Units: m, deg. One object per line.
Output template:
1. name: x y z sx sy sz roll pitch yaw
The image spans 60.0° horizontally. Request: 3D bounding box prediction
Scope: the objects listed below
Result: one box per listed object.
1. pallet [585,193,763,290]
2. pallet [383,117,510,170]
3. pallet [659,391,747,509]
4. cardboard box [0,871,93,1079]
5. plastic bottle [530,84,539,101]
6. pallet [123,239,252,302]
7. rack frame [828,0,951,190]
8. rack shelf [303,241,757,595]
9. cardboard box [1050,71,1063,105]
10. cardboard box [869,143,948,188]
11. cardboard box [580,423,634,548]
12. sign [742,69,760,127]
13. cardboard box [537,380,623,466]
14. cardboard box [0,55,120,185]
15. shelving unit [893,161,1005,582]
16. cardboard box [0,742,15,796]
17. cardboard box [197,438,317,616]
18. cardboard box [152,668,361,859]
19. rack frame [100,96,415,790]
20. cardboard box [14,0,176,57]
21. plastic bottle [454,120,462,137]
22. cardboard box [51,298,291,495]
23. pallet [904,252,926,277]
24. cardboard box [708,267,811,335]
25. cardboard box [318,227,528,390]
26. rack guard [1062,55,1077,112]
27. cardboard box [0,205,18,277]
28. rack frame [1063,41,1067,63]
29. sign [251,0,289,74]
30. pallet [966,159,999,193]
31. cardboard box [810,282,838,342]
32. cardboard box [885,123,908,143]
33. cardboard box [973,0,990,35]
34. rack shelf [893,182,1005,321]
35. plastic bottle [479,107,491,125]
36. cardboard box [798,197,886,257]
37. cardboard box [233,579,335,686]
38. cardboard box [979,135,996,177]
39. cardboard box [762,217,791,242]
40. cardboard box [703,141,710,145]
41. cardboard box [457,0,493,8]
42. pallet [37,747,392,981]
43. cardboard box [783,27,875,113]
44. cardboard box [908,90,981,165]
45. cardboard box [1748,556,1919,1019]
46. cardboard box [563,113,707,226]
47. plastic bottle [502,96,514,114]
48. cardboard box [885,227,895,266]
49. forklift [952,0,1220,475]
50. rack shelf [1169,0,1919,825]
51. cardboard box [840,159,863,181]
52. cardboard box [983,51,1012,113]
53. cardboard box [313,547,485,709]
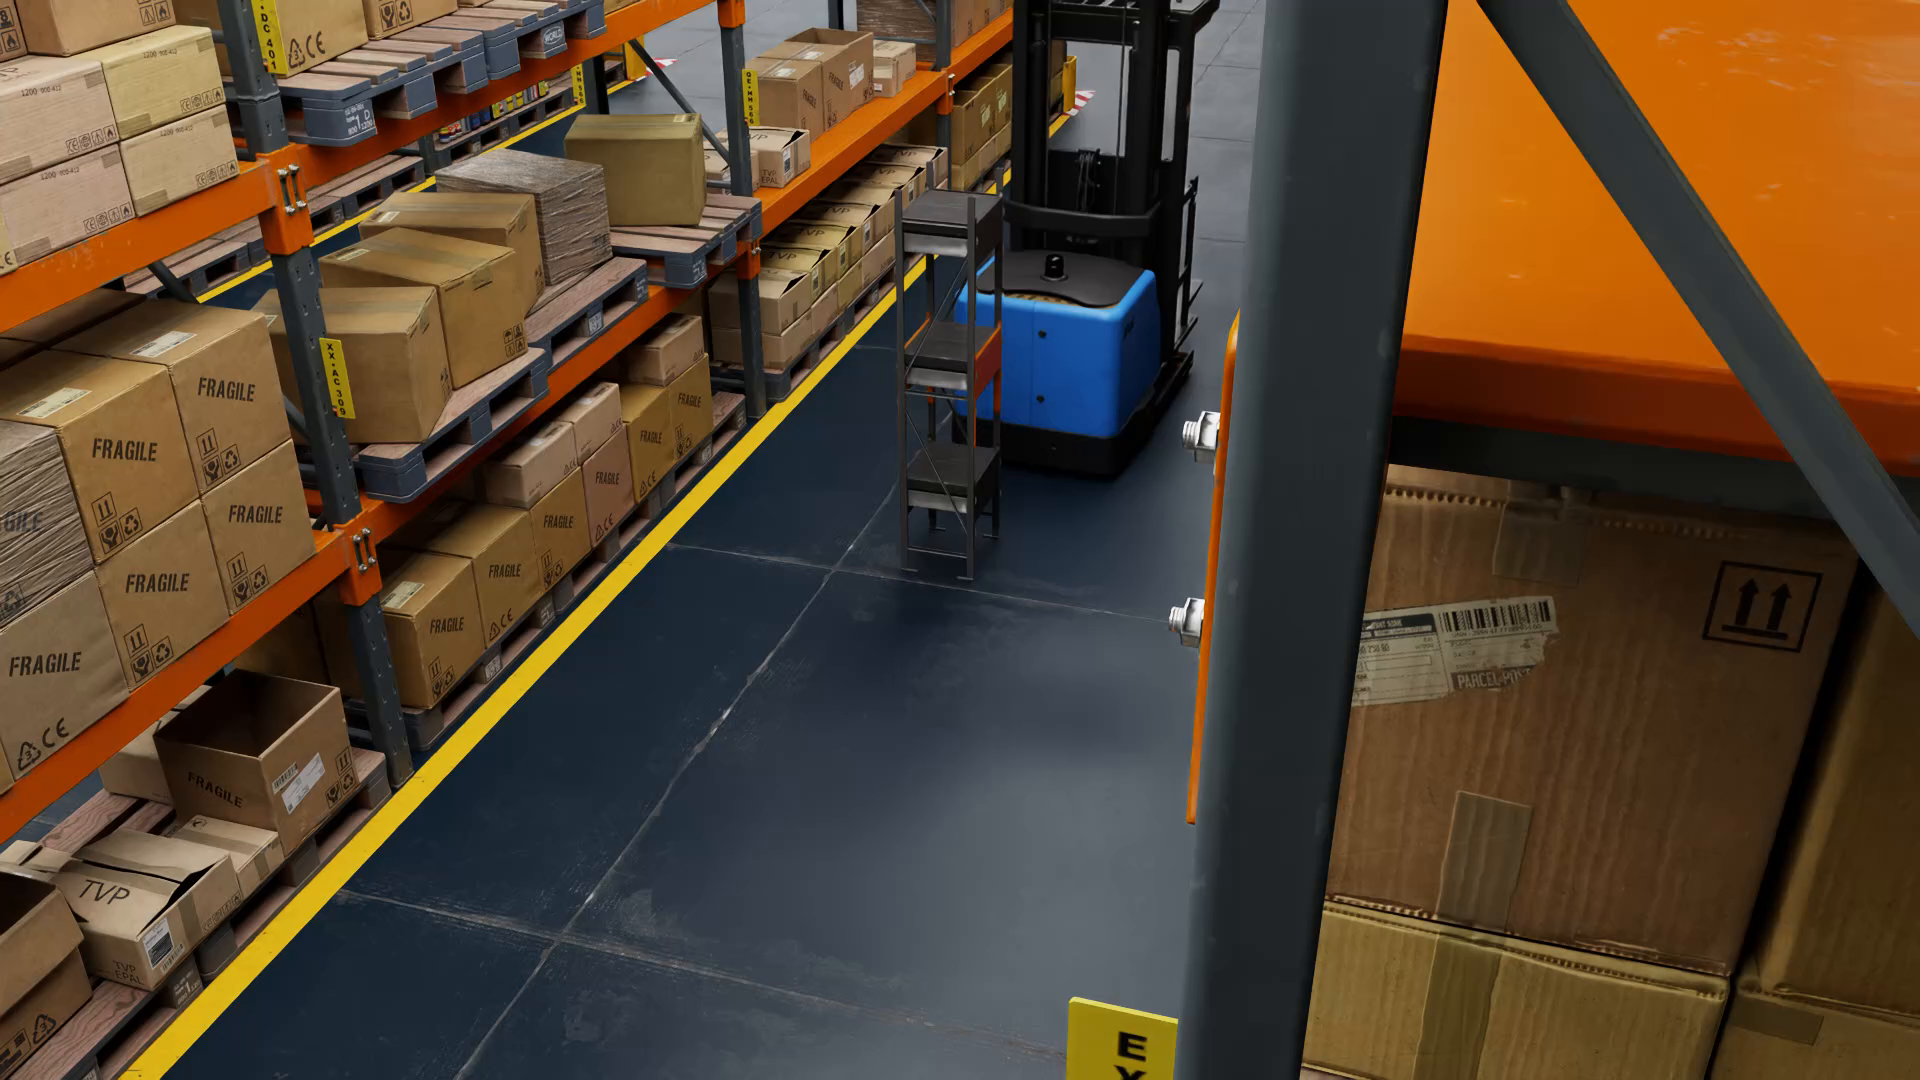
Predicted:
1. pallet: -1.873 -1.765 9.535 1.213 0.211 1.003 8 30 15
2. pallet: -5.064 -3.829 15.916 1.003 0.211 1.213 8 30 15
3. pallet: -1.997 -0.614 10.136 1.003 0.211 1.213 8 30 15
4. cardboard box: -3.462 1.458 5.660 0.797 0.503 0.637 8 30 15
5. plastic bottle: -4.347 -4.573 16.734 0.152 0.276 0.135 9 30 15
6. pallet: -6.211 -2.018 12.661 1.003 0.211 1.213 8 30 15
7. rack frame: -0.567 -4.033 13.414 1.000 3.000 0.127 8 30 15
8. rack shelf: -2.328 -0.930 8.576 1.077 0.370 4.000 8 30 15
9. cardboard box: 0.732 -4.582 16.798 0.500 0.250 0.500 8 30 15
10. cardboard box: -0.412 -3.031 13.432 0.500 0.311 0.500 8 30 15
11. cardboard box: -2.092 -0.320 8.859 0.500 0.500 0.500 7 30 13
12. sign: -1.220 -2.572 9.679 0.100 0.325 0.005 8 30 15
13. cardboard box: -2.100 -0.631 8.645 0.500 0.250 0.500 8 30 14
14. cardboard box: -2.948 -1.282 5.024 0.500 0.250 0.500 8 30 15
15. shelving unit: -0.049 -0.841 8.601 0.431 2.100 0.503 8 30 15
16. cardboard box: -3.262 0.626 4.936 0.500 0.500 0.500 9 30 16
17. cardboard box: -2.817 -0.090 6.223 0.500 0.500 0.500 9 30 16
18. cardboard box: -2.811 0.890 6.683 0.500 0.500 0.500 8 30 15
19. rack frame: -2.915 -0.315 6.731 1.000 3.000 0.127 8 30 15
20. cardboard box: -3.022 -1.875 5.318 0.700 0.500 0.500 8 30 15
21. plastic bottle: -4.729 -3.891 15.584 0.097 0.201 0.097 0 29 0
22. cardboard box: -2.816 -0.524 5.974 0.500 0.500 0.500 9 30 15
23. pallet: -0.746 -2.466 13.466 1.003 0.211 1.213 8 30 15
24. cardboard box: -1.307 -1.602 10.864 0.500 0.311 0.500 10 30 17
25. cardboard box: -2.421 -1.059 7.533 0.700 0.500 0.500 13 32 23
26. rack guard: 0.614 -4.810 17.383 1.175 0.500 0.348 8 30 15
27. cardboard box: -3.099 -0.832 4.729 0.500 0.250 0.500 8 30 15
28. rack frame: 0.607 -5.892 16.755 1.000 3.000 0.127 8 30 15
29. sign: -2.394 -1.778 5.743 0.100 0.325 0.005 8 30 15
30. pallet: -0.294 -3.178 14.745 1.003 0.211 1.213 8 30 15
31. cardboard box: -1.160 -1.591 11.421 0.500 0.250 0.500 8 30 13
32. cardboard box: -0.482 -3.820 14.656 0.500 0.500 0.500 8 30 15
33. cardboard box: -0.143 -4.762 14.622 0.700 0.500 0.500 9 30 16
34. rack shelf: -0.049 -1.440 8.268 0.431 0.518 0.480 8 30 15
35. plastic bottle: -4.612 -4.180 15.950 0.144 0.351 0.185 7 30 13
36. cardboard box: -0.858 -2.323 12.160 0.500 0.311 0.500 8 30 14
37. cardboard box: -3.044 0.315 7.717 0.500 0.500 0.500 8 30 15
38. cardboard box: 0.010 -3.419 14.706 0.500 0.250 0.500 8 30 15
39. cardboard box: -1.526 -2.156 11.860 0.500 0.311 0.500 8 30 15
40. cardboard box: -1.741 -2.521 10.955 0.380 0.149 0.250 8 30 15
41. cardboard box: -2.308 -2.741 7.368 0.600 0.600 0.600 7 30 13
42. pallet: -3.118 1.223 6.835 1.003 0.211 1.213 8 30 15
43. cardboard box: -0.963 -3.477 12.312 0.500 0.500 0.500 11 31 18
44. cardboard box: -0.132 -3.513 14.105 0.500 0.500 0.500 8 30 15
45. cardboard box: 1.092 0.144 1.668 0.500 0.500 0.500 7 30 13
46. cardboard box: -1.818 -2.092 9.391 0.700 0.500 0.500 -1 29 -2
47. plastic bottle: -4.487 -4.377 16.305 0.144 0.351 0.185 8 30 14
48. cardboard box: -0.712 -2.308 12.710 0.500 0.250 0.500 9 30 16
49. forklift: 0.939 -2.366 10.488 1.130 2.935 3.031 10 31 18
50. rack shelf: 1.234 -0.813 2.606 1.077 0.370 4.000 8 30 15
51. cardboard box: -1.079 -2.871 13.146 0.500 0.311 0.500 8 30 14
52. cardboard box: 0.306 -4.211 15.359 0.500 0.500 0.500 8 30 15
53. cardboard box: -2.540 0.395 7.573 0.500 0.500 0.500 7 30 13
